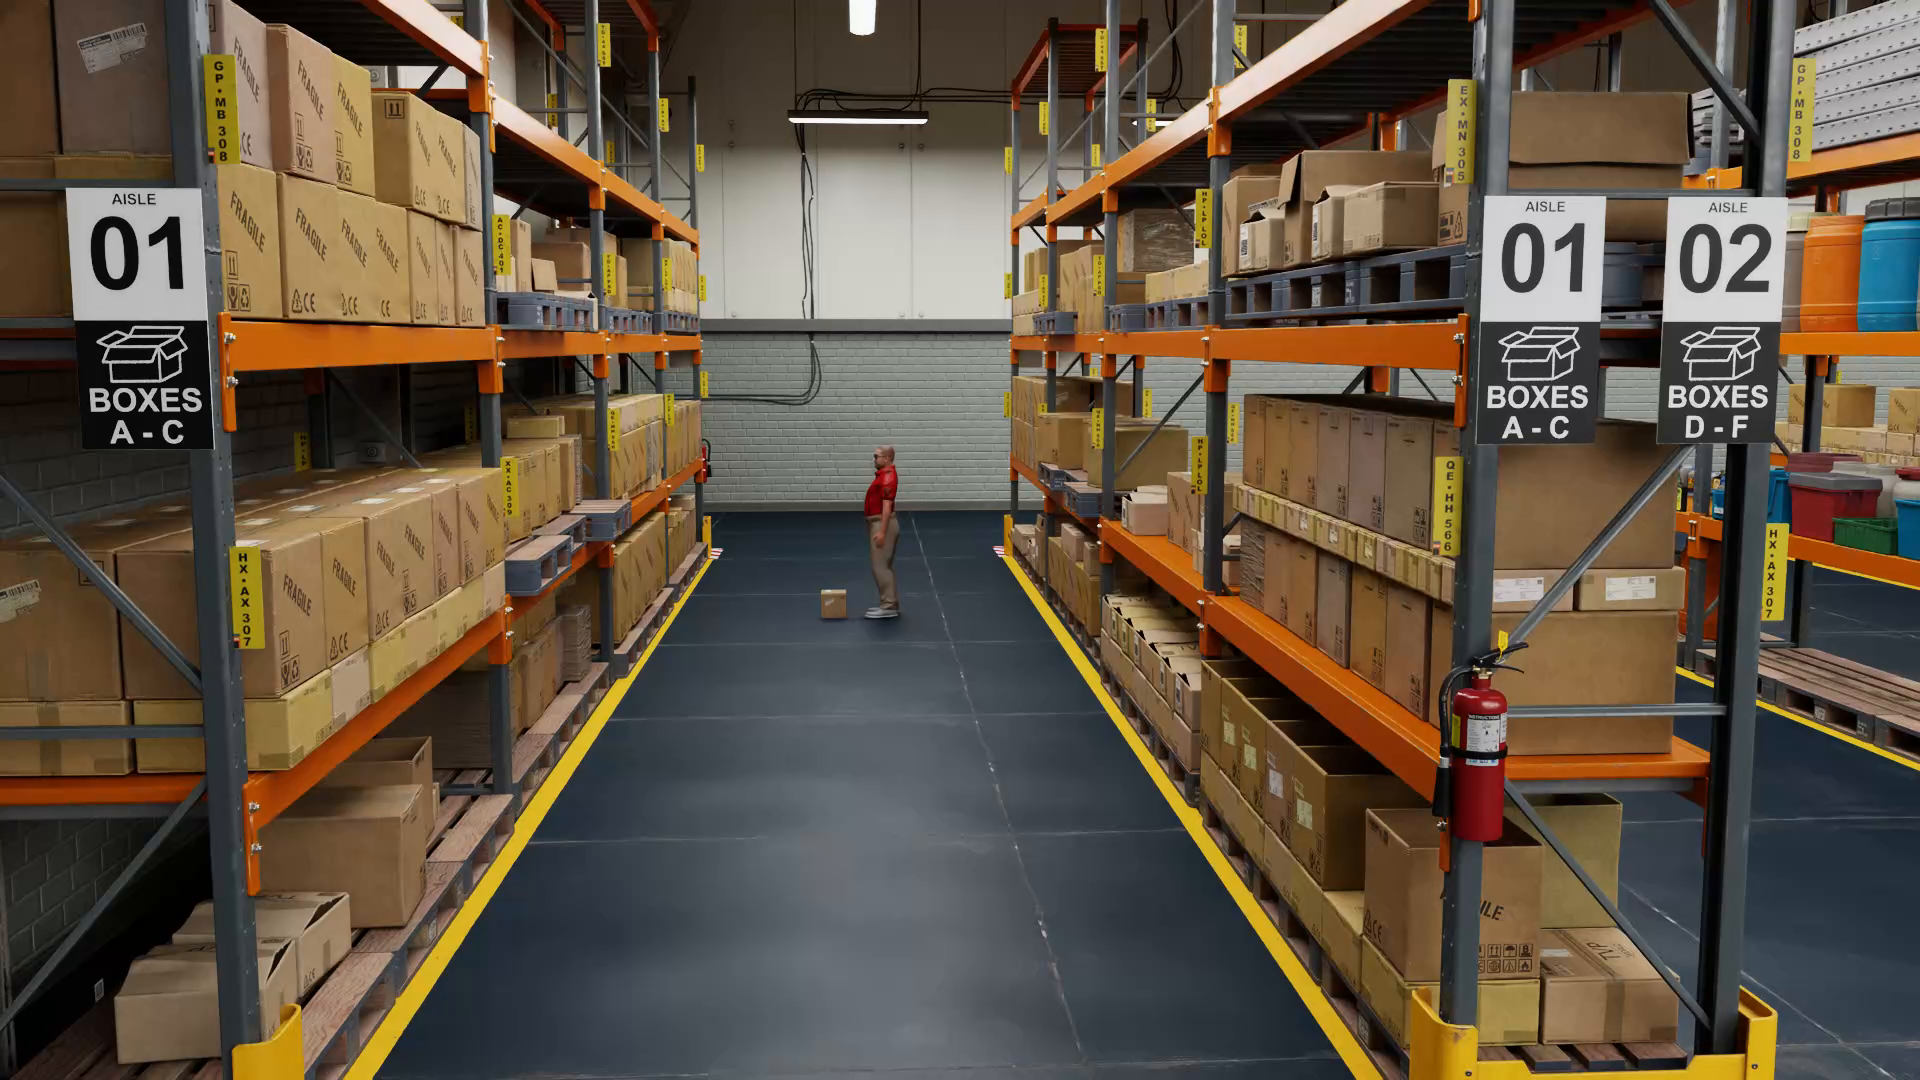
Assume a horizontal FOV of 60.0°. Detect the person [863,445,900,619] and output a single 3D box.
[{"bbox_3d":[-0.785,-0.089,16.594,0.355,1.724,0.527,0,7,-2],"label":"person"}]
